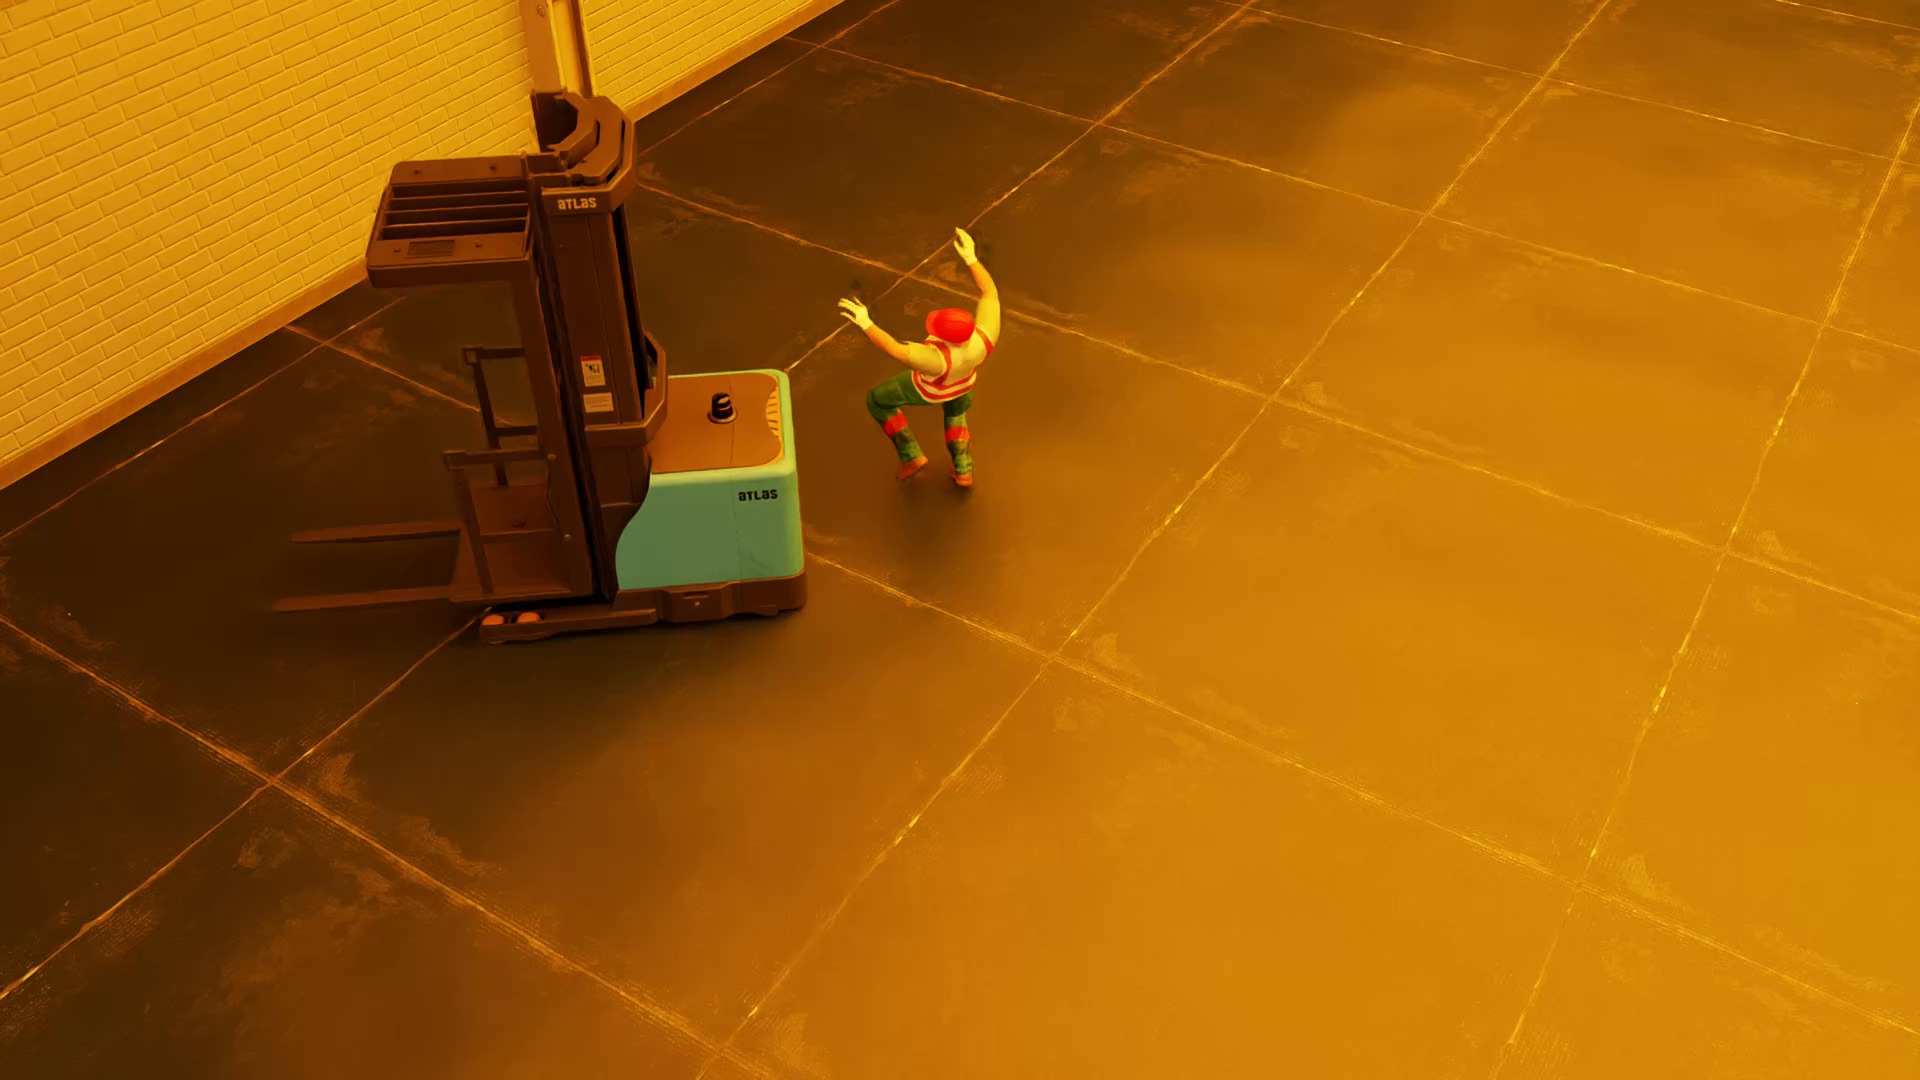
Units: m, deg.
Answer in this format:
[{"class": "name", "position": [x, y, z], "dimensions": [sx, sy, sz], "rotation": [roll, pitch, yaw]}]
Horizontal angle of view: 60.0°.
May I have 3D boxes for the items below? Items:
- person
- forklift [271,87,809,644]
[{"class": "person", "position": [-0.246, -0.979, 10.105], "dimensions": [1.050, 1.676, 0.803], "rotation": [-18, 44, -20]}, {"class": "forklift", "position": [-2.442, -0.888, 9.015], "dimensions": [3.031, 2.935, 1.130], "rotation": [-5, 40, -5]}]
